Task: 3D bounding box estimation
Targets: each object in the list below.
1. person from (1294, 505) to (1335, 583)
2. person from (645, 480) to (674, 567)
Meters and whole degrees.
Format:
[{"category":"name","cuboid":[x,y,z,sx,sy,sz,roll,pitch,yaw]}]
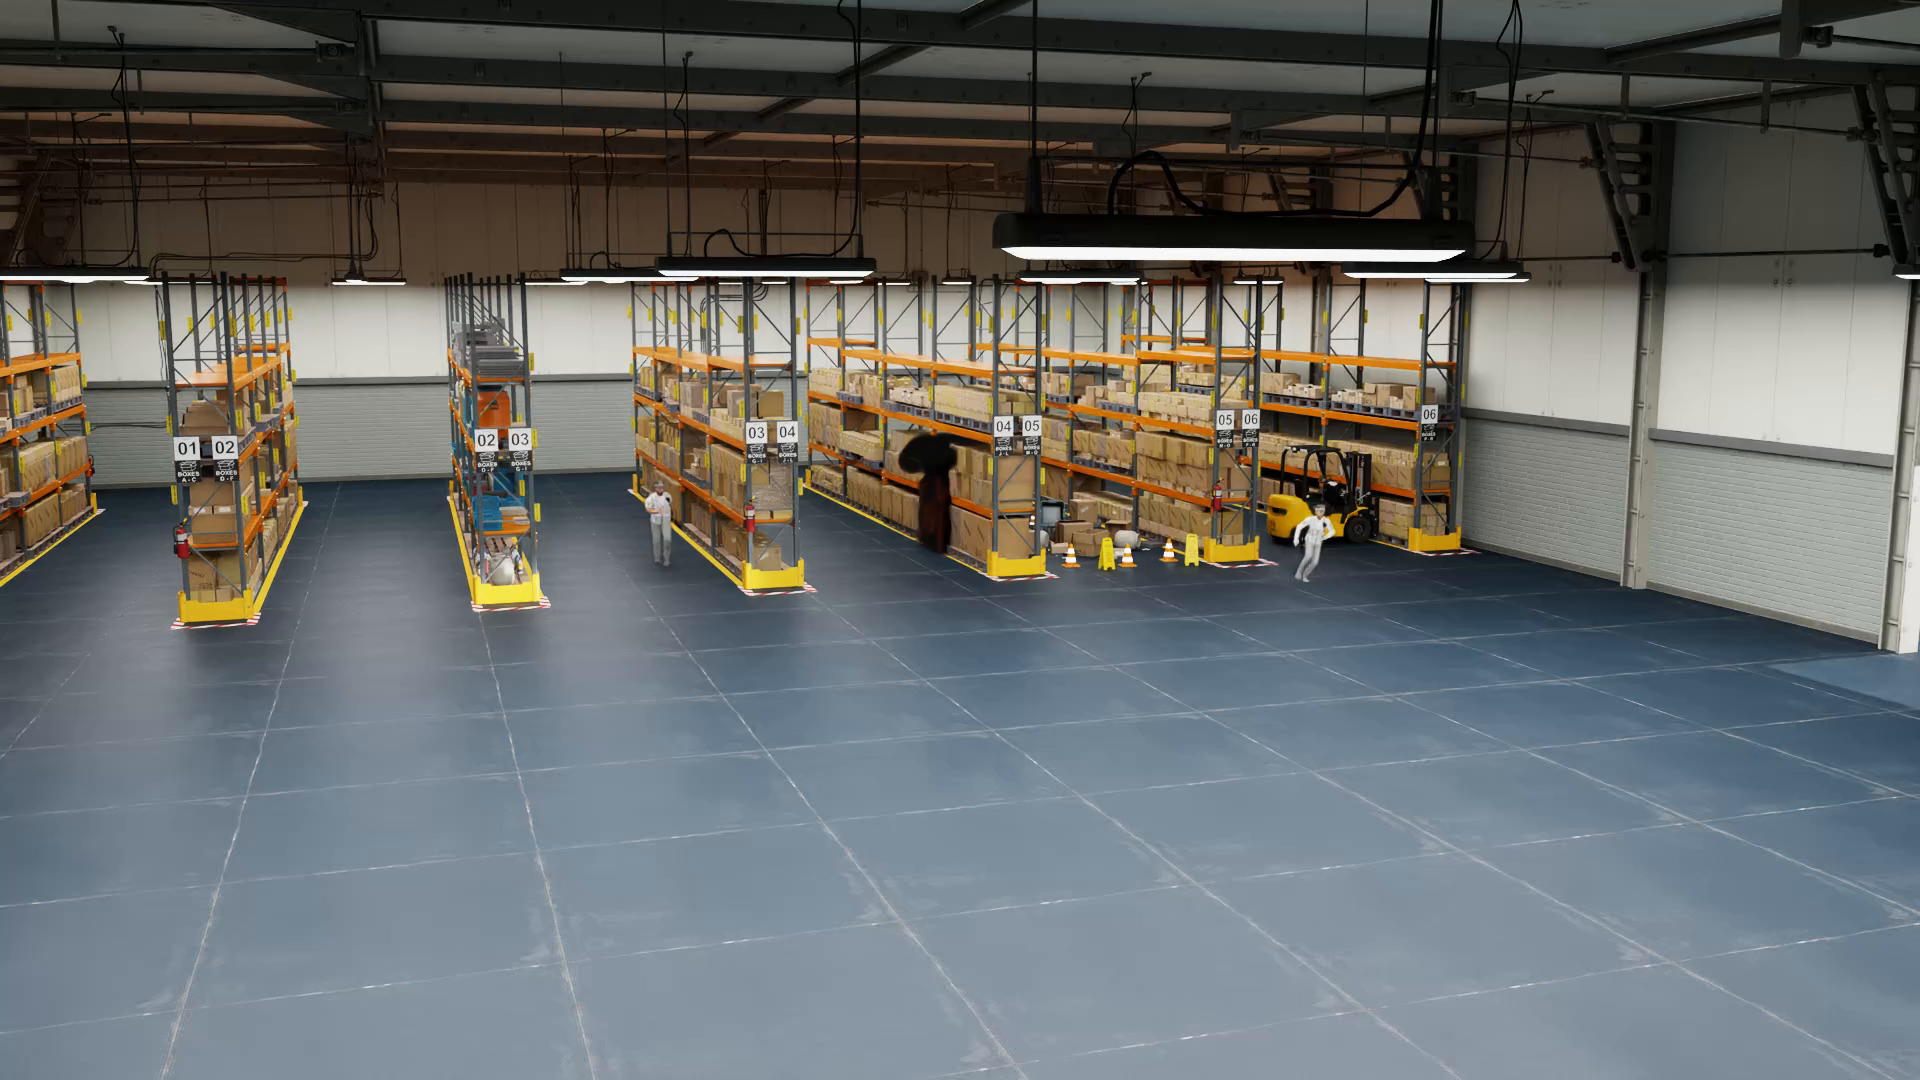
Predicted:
[{"category":"person","cuboid":[6.940,0.089,32.559,0.780,1.608,0.552,-2,9,-12]},{"category":"person","cuboid":[-6.228,-0.340,34.557,0.607,1.835,0.857,-2,9,-15]}]
